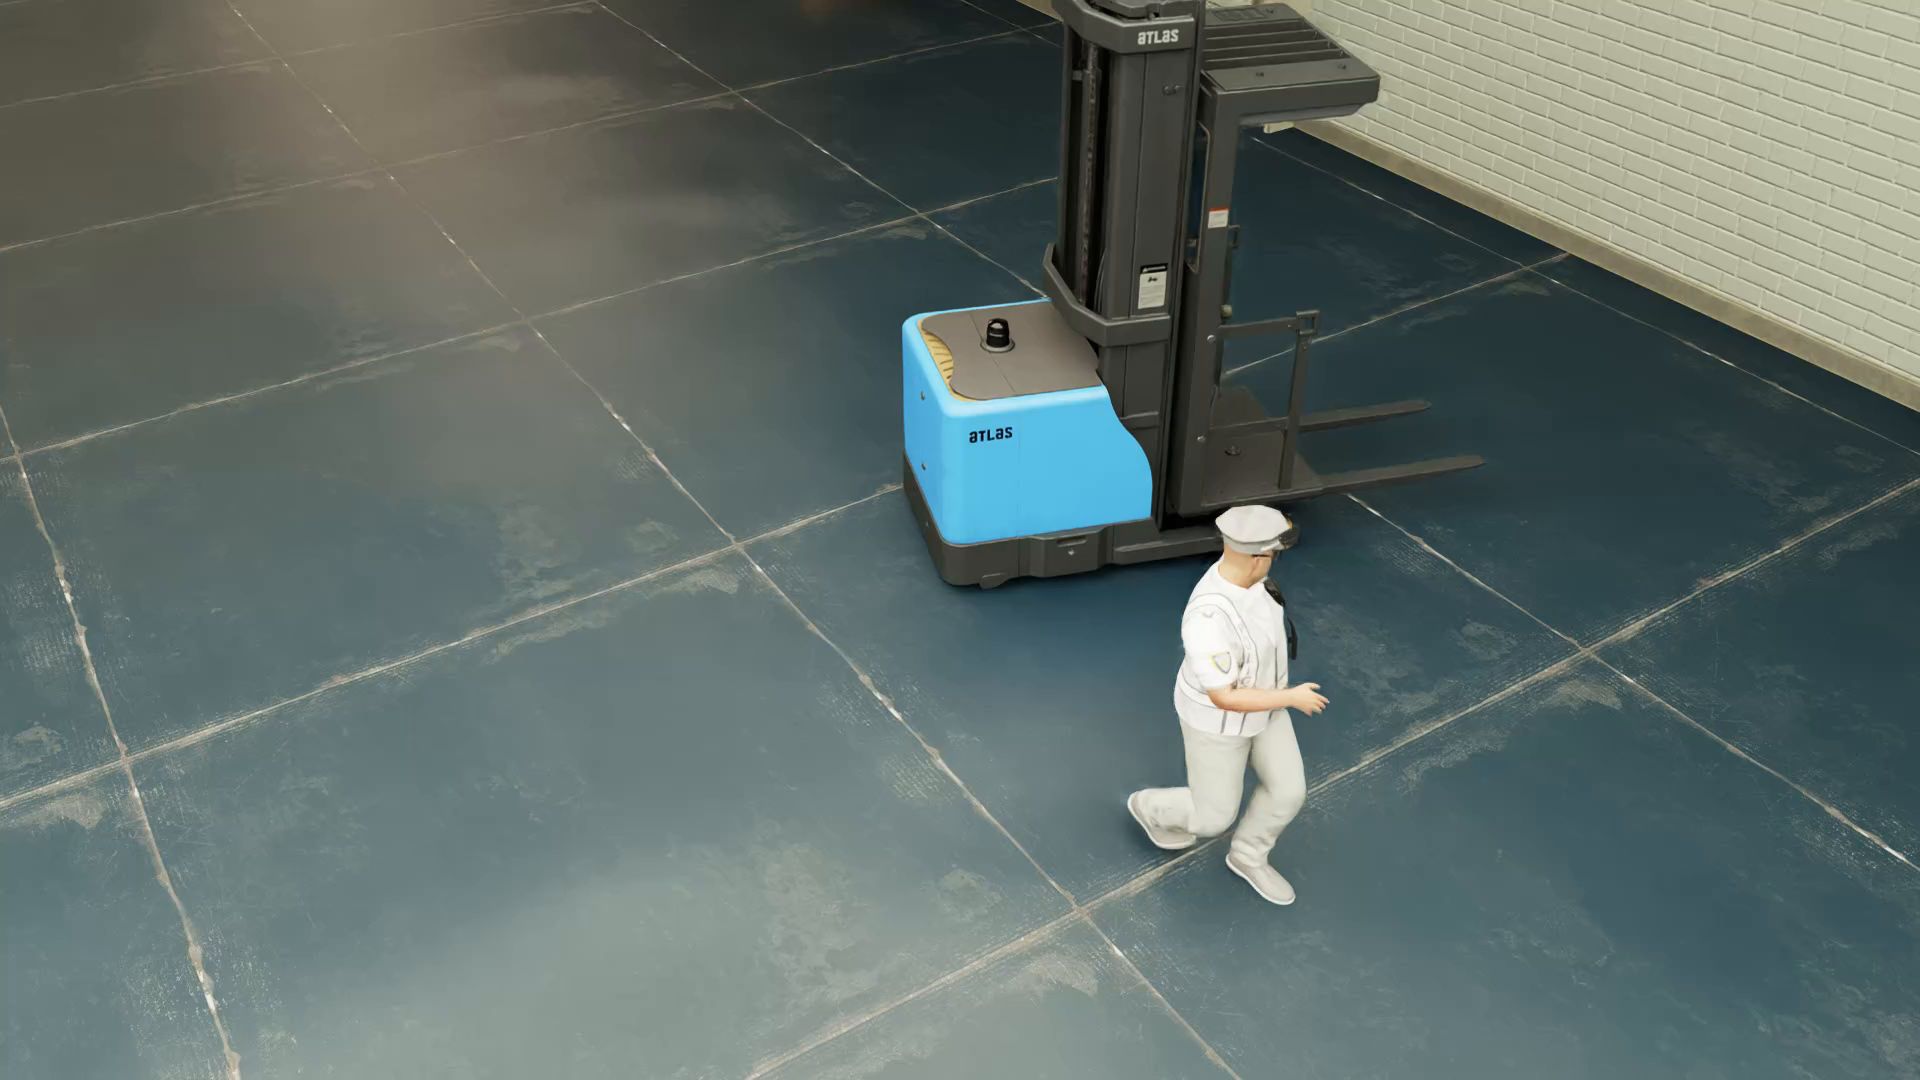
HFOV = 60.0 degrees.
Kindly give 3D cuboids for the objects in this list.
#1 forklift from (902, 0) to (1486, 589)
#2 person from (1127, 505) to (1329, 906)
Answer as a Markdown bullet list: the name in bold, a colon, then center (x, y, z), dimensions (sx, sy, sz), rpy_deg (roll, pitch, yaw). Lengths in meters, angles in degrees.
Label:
- **forklift**: center (1.267, -1.406, 8.149), dimensions (3.031, 2.935, 1.130), rpy_deg (-8, 36, -12)
- **person**: center (1.042, 0.621, 6.379), dimensions (0.628, 1.674, 0.779), rpy_deg (-27, 43, -33)
